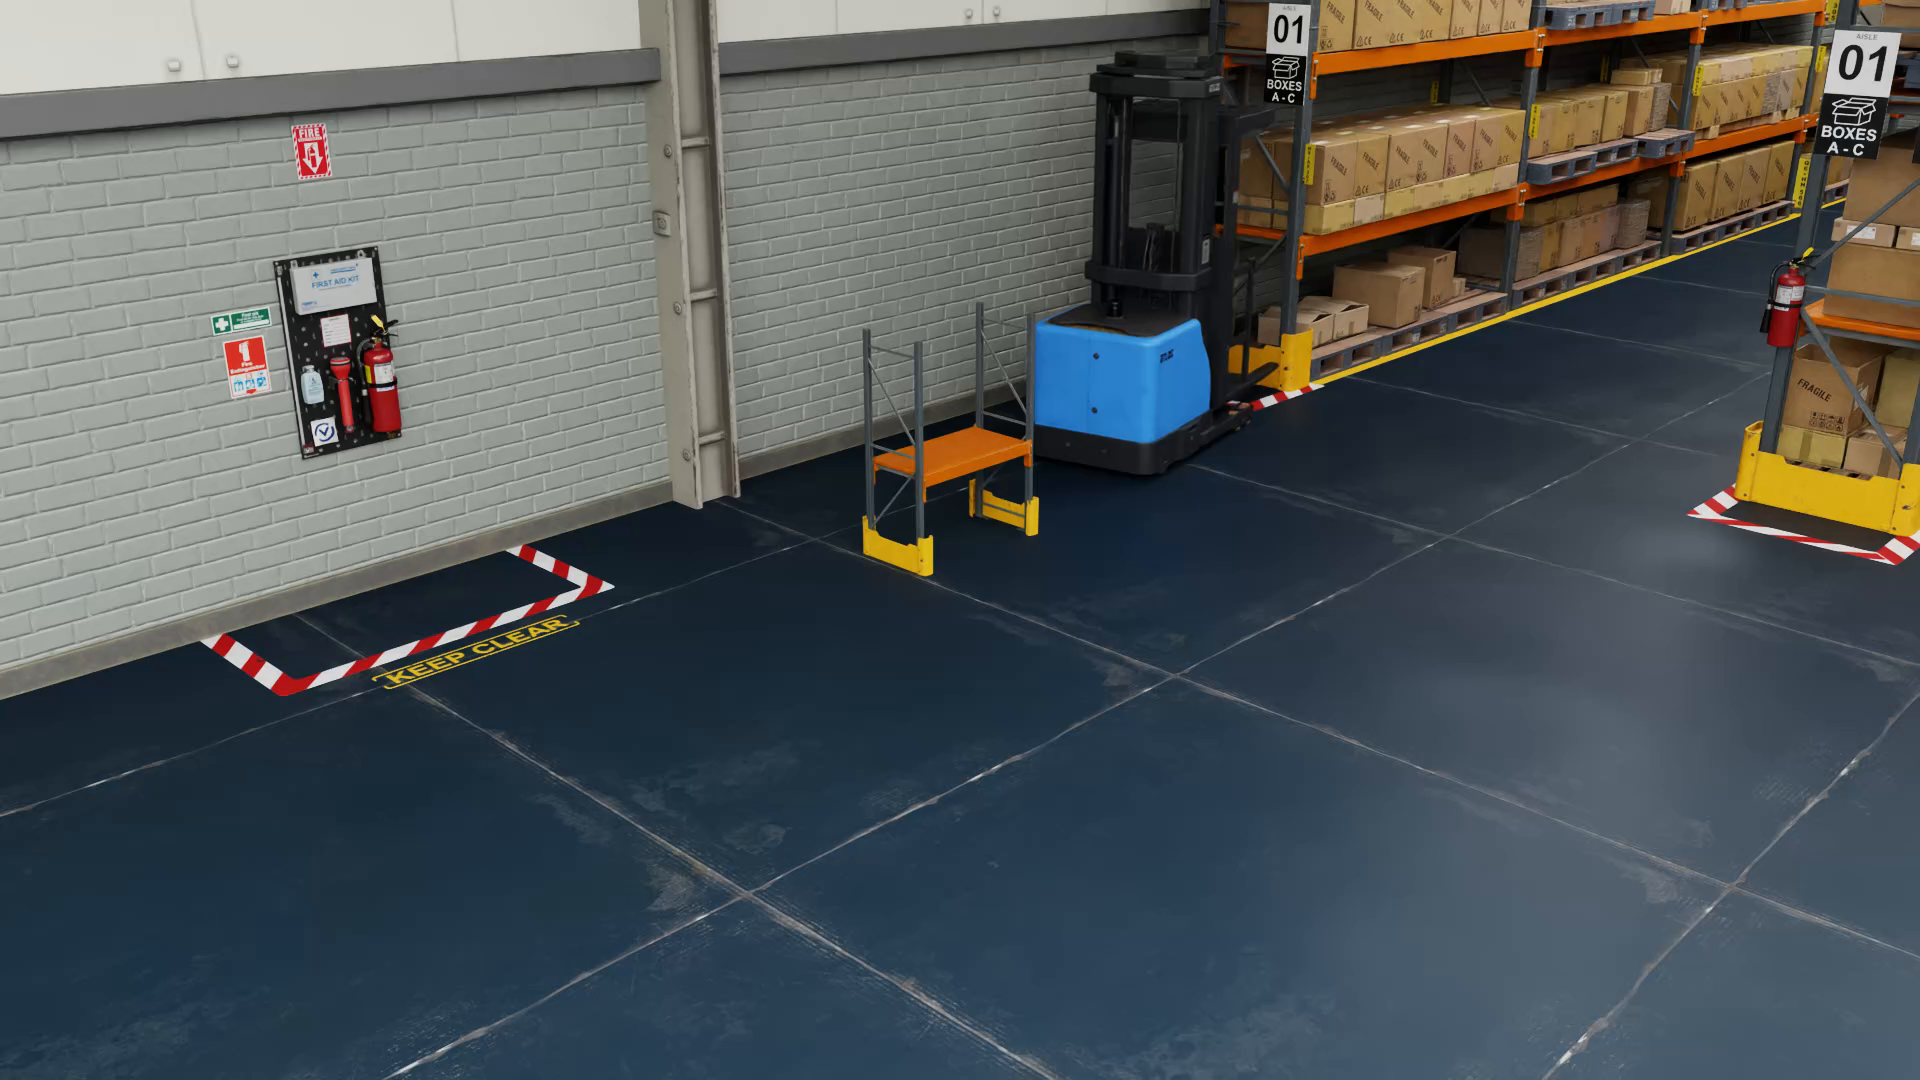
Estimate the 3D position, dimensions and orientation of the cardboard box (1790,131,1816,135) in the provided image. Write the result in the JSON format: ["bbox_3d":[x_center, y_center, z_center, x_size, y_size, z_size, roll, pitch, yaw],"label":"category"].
[{"bbox_3d":[12.134,-5.780,23.926,0.380,0.149,0.250,19,28,40],"label":"cardboard box"}]

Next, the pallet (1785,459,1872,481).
[{"bbox_3d":[6.560,-0.516,12.122,1.003,0.211,1.213,19,28,41],"label":"pallet"}]

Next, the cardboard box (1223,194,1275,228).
[{"bbox_3d":[2.692,-2.957,14.768,0.500,0.250,0.500,-20,28,-41],"label":"cardboard box"}]

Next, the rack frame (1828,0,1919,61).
[{"bbox_3d":[6.057,-4.410,10.006,1.000,3.000,0.127,19,28,41],"label":"rack frame"}]

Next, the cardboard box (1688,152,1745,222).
[{"bbox_3d":[9.308,-4.478,20.954,0.750,0.750,0.750,19,28,40],"label":"cardboard box"}]

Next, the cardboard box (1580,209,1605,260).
[{"bbox_3d":[6.852,-3.508,18.891,0.700,0.500,0.500,19,28,40],"label":"cardboard box"}]

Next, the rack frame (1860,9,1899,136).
[{"bbox_3d":[13.667,-6.962,25.006,1.000,3.000,0.127,19,28,41],"label":"rack frame"}]

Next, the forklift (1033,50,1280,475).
[{"bbox_3d":[1.729,-2.319,13.022,1.130,2.935,3.031,13,24,30],"label":"forklift"}]

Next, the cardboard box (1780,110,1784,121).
[{"bbox_3d":[10.471,-5.542,21.634,0.250,0.149,0.380,-19,28,-40],"label":"cardboard box"}]

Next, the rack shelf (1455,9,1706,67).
[{"bbox_3d":[6.691,-5.456,17.909,1.077,0.370,4.000,19,28,41],"label":"rack shelf"}]

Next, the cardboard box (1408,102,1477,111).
[{"bbox_3d":[4.818,-4.098,16.691,0.500,0.500,0.500,18,28,39],"label":"cardboard box"}]

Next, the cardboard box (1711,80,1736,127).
[{"bbox_3d":[8.980,-5.293,20.084,0.500,0.500,0.500,-19,28,-40],"label":"cardboard box"}]

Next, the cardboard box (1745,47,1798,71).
[{"bbox_3d":[10.370,-6.165,21.307,0.500,0.250,0.500,-19,28,-41],"label":"cardboard box"}]

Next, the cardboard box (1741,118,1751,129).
[{"bbox_3d":[9.732,-5.287,20.971,0.250,0.149,0.380,-19,28,-40],"label":"cardboard box"}]

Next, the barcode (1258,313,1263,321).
[{"bbox_3d":[2.778,-2.064,15.384,0.001,0.075,0.075,19,28,41],"label":"barcode"}]

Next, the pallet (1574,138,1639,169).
[{"bbox_3d":[6.734,-4.297,18.340,1.003,0.211,1.213,19,28,41],"label":"pallet"}]

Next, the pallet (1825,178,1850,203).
[{"bbox_3d":[12.314,-5.123,24.109,1.003,0.211,1.213,19,28,41],"label":"pallet"}]

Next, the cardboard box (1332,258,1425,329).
[{"bbox_3d":[3.997,-2.365,15.919,0.700,0.500,0.500,17,27,37],"label":"cardboard box"}]

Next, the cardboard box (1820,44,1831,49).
[{"bbox_3d":[12.818,-6.778,24.111,0.980,0.700,0.700,19,28,40],"label":"cardboard box"}]

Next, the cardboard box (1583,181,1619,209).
[{"bbox_3d":[7.178,-3.965,19.035,0.500,0.250,0.500,-20,28,-41],"label":"cardboard box"}]

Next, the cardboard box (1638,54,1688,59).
[{"bbox_3d":[8.580,-5.764,20.263,0.500,0.250,0.500,18,27,39],"label":"cardboard box"}]

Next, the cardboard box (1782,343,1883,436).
[{"bbox_3d":[6.218,-1.085,11.919,0.500,0.500,0.500,19,28,41],"label":"cardboard box"}]

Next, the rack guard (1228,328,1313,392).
[{"bbox_3d":[2.558,-1.702,14.805,1.175,0.500,0.348,19,28,41],"label":"rack guard"}]

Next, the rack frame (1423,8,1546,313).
[{"bbox_3d":[5.295,-3.877,16.981,1.000,3.000,0.127,19,28,41],"label":"rack frame"}]

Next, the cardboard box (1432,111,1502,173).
[{"bbox_3d":[4.843,-3.838,16.015,0.500,0.500,0.500,19,28,40],"label":"cardboard box"}]

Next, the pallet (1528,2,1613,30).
[{"bbox_3d":[5.802,-5.322,16.820,1.213,0.211,1.003,19,28,41],"label":"pallet"}]

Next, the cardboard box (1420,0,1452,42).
[{"bbox_3d":[4.035,-4.735,14.865,0.500,0.500,0.500,-18,27,-39],"label":"cardboard box"}]

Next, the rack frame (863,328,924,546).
[{"bbox_3d":[-0.414,-0.547,10.408,0.500,1.500,0.032,19,28,41],"label":"rack frame"}]

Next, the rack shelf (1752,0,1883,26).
[{"bbox_3d":[12.271,-7.512,23.260,1.077,0.370,4.000,19,28,41],"label":"rack shelf"}]

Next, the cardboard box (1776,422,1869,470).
[{"bbox_3d":[6.219,-0.734,12.052,0.500,0.250,0.500,19,28,41],"label":"cardboard box"}]

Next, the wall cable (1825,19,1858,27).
[{"bbox_3d":[13.882,-8.002,26.296,0.084,1.984,1.851,19,28,41],"label":"wall cable"}]

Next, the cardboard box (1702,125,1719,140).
[{"bbox_3d":[8.909,-4.934,20.052,0.250,0.149,0.380,-19,28,-40],"label":"cardboard box"}]

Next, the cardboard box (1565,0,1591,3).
[{"bbox_3d":[6.164,-5.711,17.109,0.500,0.311,0.500,-19,28,-40],"label":"cardboard box"}]

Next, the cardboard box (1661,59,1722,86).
[{"bbox_3d":[8.607,-5.510,19.602,0.500,0.250,0.500,-19,28,-41],"label":"cardboard box"}]

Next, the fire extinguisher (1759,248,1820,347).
[{"bbox_3d":[5.641,-1.660,11.320,0.296,0.674,0.183,19,28,41],"label":"fire extinguisher"}]

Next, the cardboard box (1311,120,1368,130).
[{"bbox_3d":[3.397,-3.574,15.327,0.500,0.500,0.500,18,28,39],"label":"cardboard box"}]

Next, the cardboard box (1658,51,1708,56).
[{"bbox_3d":[8.940,-5.895,20.604,0.500,0.250,0.500,18,28,39],"label":"cardboard box"}]

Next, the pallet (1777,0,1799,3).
[{"bbox_3d":[10.272,-6.996,21.182,0.805,0.209,1.217,18,27,39],"label":"pallet"}]

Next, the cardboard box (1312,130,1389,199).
[{"bbox_3d":[3.405,-3.310,14.642,0.500,0.500,0.500,19,28,41],"label":"cardboard box"}]

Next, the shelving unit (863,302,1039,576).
[{"bbox_3d":[-0.053,-0.680,10.755,0.587,1.500,1.083,19,28,41],"label":"shelving unit"}]

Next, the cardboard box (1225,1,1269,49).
[{"bbox_3d":[2.615,-4.476,14.190,0.500,0.500,0.500,-18,27,-38],"label":"cardboard box"}]

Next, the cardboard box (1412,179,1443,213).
[{"bbox_3d":[4.139,-3.230,15.479,0.500,0.250,0.500,20,28,41],"label":"cardboard box"}]

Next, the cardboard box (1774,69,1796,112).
[{"bbox_3d":[10.386,-5.813,21.436,0.500,0.500,0.500,20,28,41],"label":"cardboard box"}]

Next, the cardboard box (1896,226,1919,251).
[{"bbox_3d":[6.485,-2.007,11.071,0.380,0.149,0.250,19,28,40],"label":"cardboard box"}]

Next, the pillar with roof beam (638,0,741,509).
[{"bbox_3d":[1.272,-3.426,7.445,9.100,9.000,0.400,19,28,41],"label":"pillar with roof beam"}]

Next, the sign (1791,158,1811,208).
[{"bbox_3d":[5.678,-2.400,11.195,0.100,0.325,0.005,19,28,41],"label":"sign"}]

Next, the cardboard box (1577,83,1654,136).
[{"bbox_3d":[7.395,-4.884,18.847,0.700,0.500,0.500,16,26,36],"label":"cardboard box"}]

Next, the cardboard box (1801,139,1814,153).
[{"bbox_3d":[11.841,-5.475,23.132,0.250,0.149,0.380,-19,28,-40],"label":"cardboard box"}]

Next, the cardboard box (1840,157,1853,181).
[{"bbox_3d":[12.551,-5.528,24.175,0.700,0.500,0.500,18,27,39],"label":"cardboard box"}]

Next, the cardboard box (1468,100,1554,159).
[{"bbox_3d":[5.675,-4.251,17.202,0.700,0.500,0.500,19,28,41],"label":"cardboard box"}]

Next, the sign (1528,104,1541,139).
[{"bbox_3d":[5.689,-4.147,16.477,0.100,0.325,0.005,19,28,41],"label":"sign"}]
